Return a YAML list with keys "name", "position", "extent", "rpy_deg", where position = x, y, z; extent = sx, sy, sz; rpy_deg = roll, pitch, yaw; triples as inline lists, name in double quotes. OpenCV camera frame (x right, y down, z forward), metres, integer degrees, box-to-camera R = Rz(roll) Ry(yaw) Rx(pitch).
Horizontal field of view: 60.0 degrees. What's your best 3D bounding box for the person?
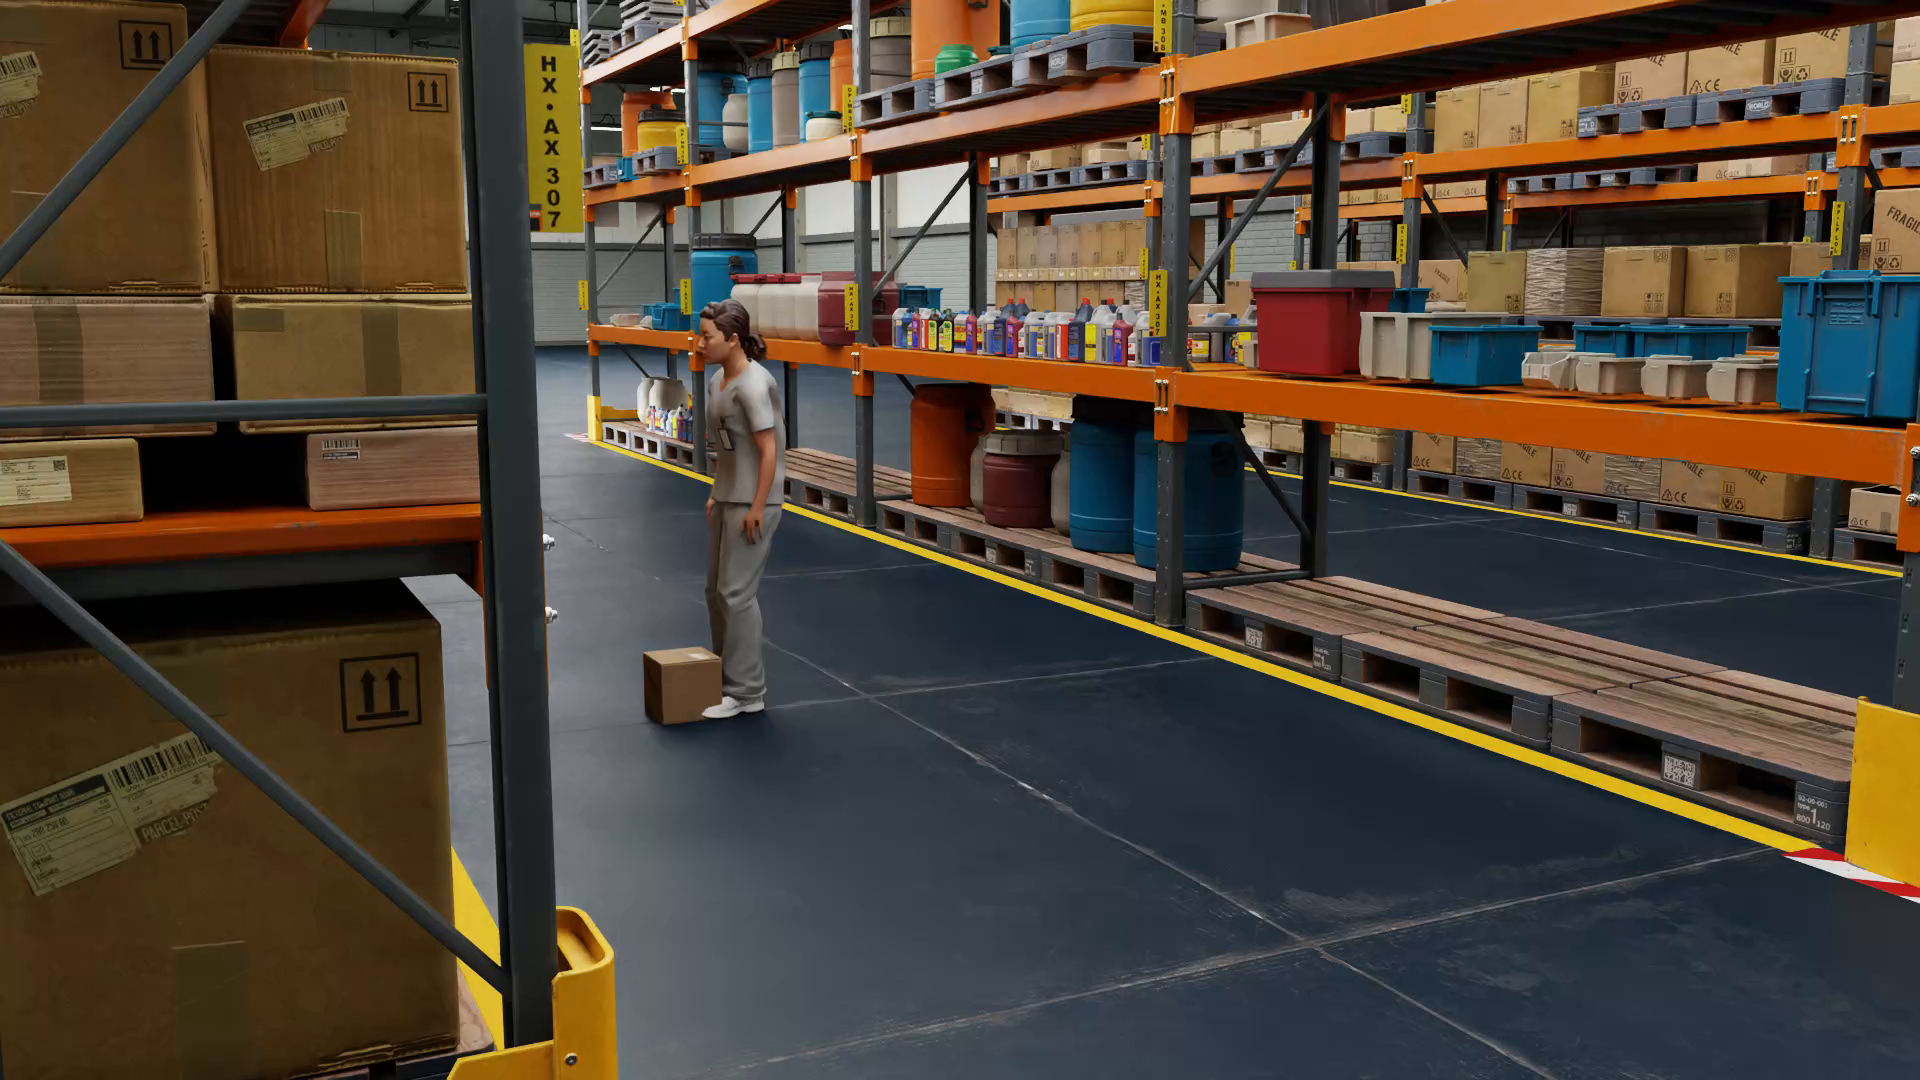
- name: "person"
  position: [-0.925, -0.131, 6.723]
  extent: [0.416, 1.671, 0.503]
  rpy_deg: [-5, 10, -29]
